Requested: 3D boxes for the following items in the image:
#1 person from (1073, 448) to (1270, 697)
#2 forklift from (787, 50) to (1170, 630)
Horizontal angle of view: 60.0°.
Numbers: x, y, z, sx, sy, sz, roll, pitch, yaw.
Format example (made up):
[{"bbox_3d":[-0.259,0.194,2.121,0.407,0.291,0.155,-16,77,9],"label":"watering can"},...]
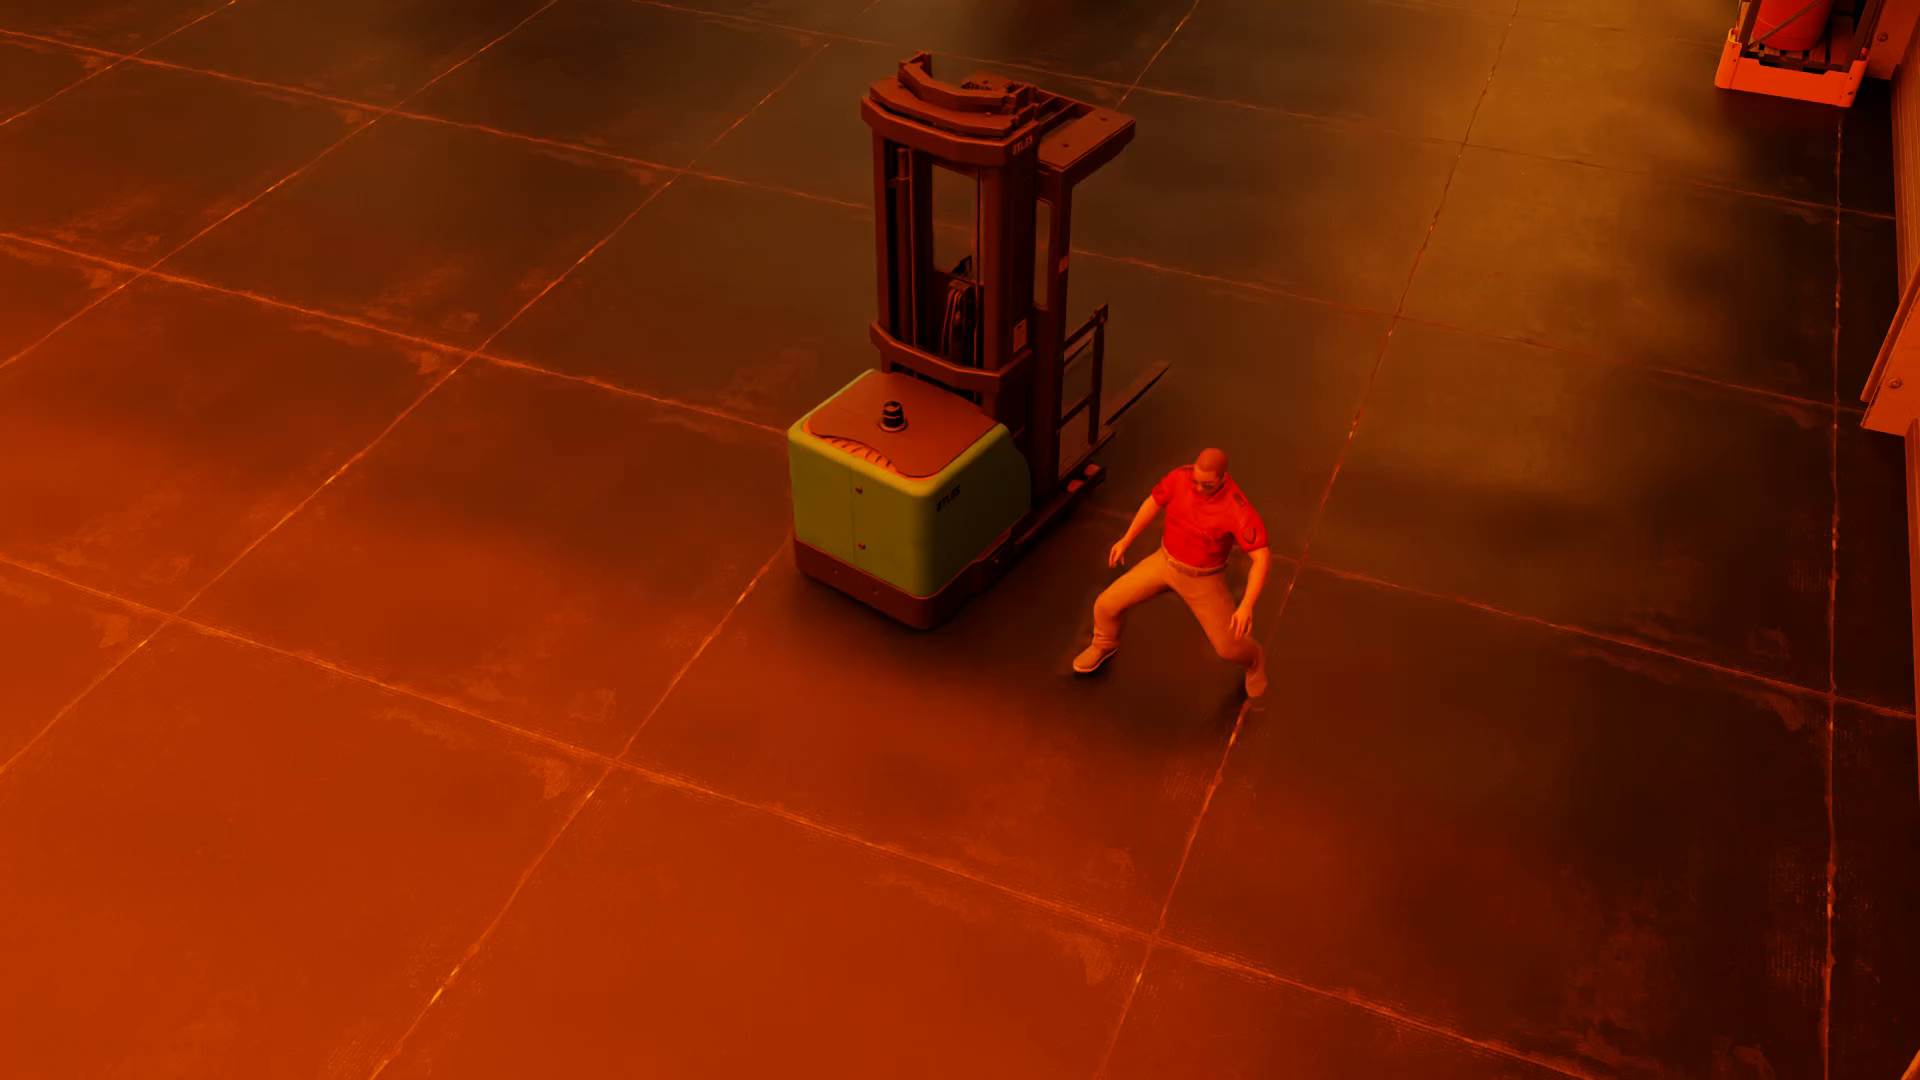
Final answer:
[{"bbox_3d":[1.250,0.191,8.874,0.999,1.601,0.831,31,49,31],"label":"person"},{"bbox_3d":[0.279,-1.510,9.810,1.130,2.935,3.031,25,46,27],"label":"forklift"}]
